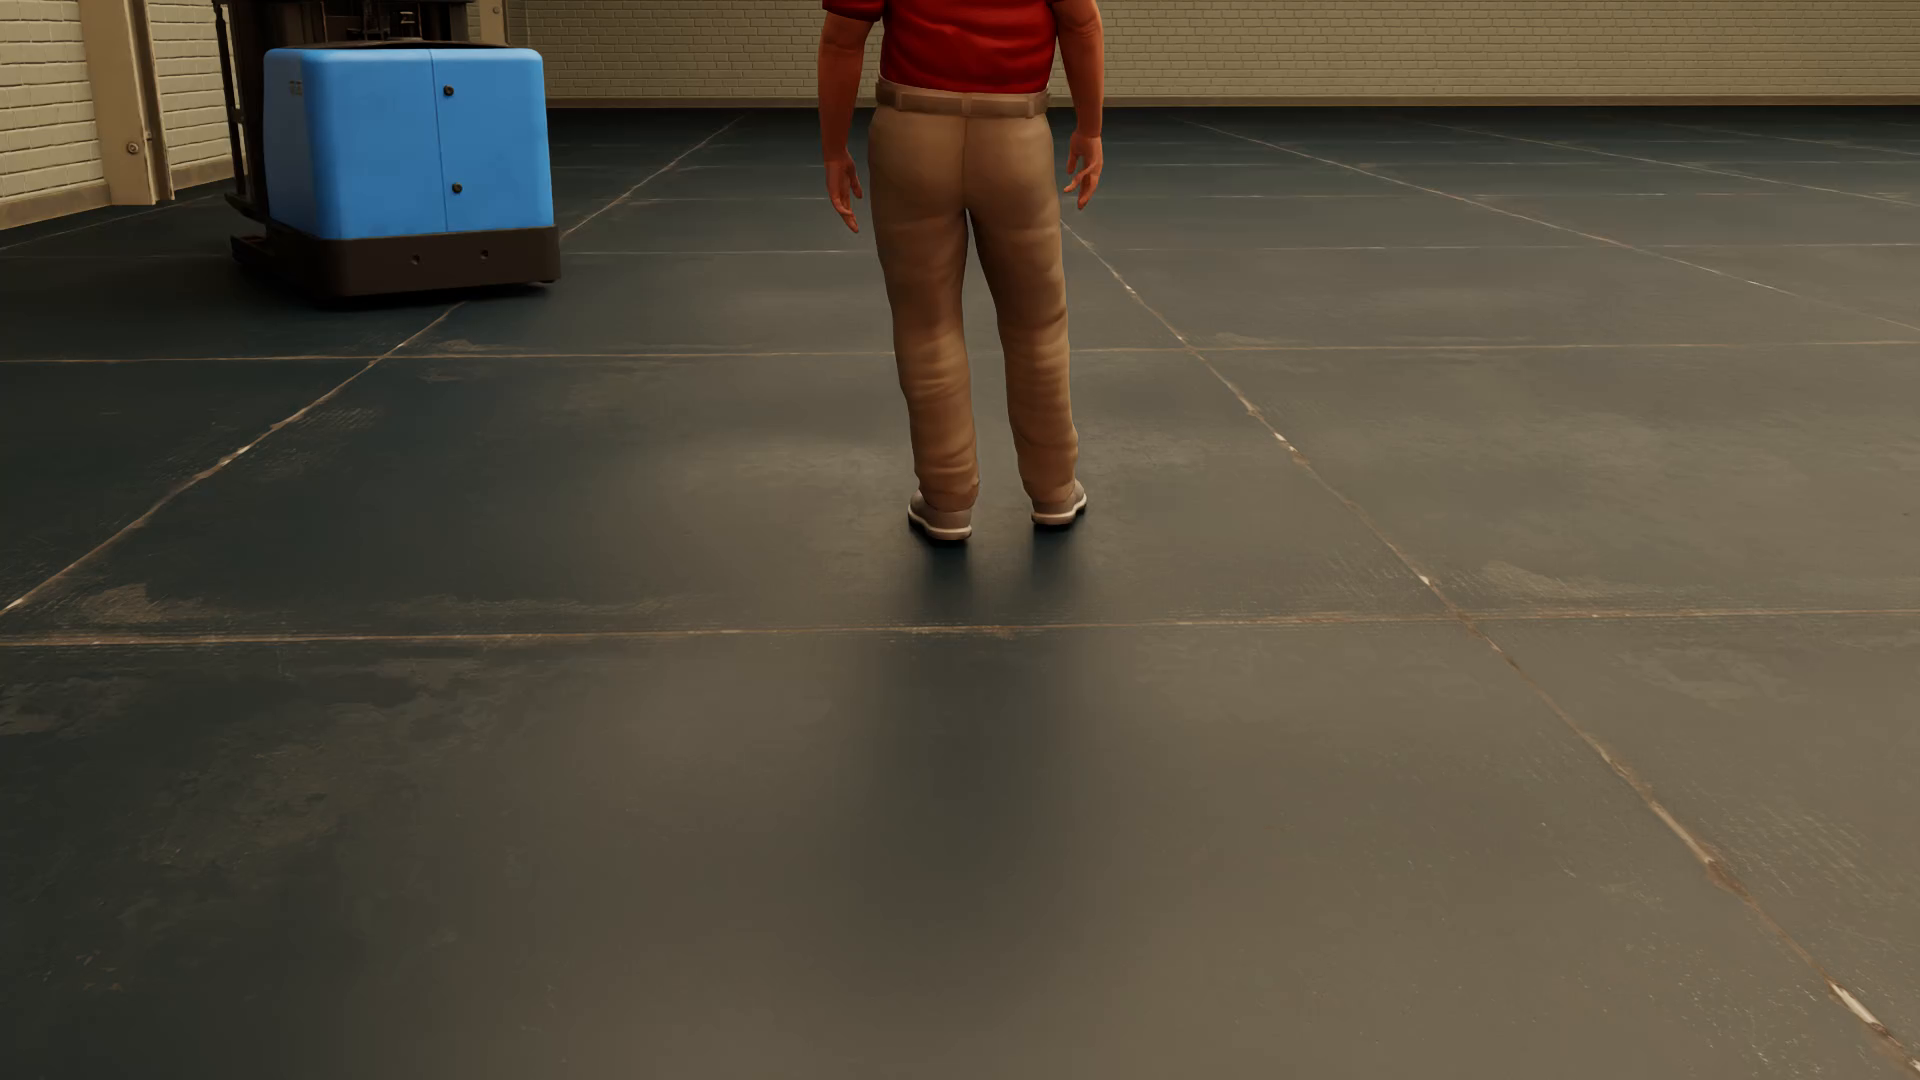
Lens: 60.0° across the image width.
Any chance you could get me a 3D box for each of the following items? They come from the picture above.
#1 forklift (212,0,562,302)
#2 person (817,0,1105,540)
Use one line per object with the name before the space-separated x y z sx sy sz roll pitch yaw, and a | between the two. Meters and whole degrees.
forklift | -3.045 -2.803 8.071 1.130 2.935 3.031 -11 20 -32
person | 0.008 -0.860 3.749 0.640 1.727 0.551 -1 17 -3
